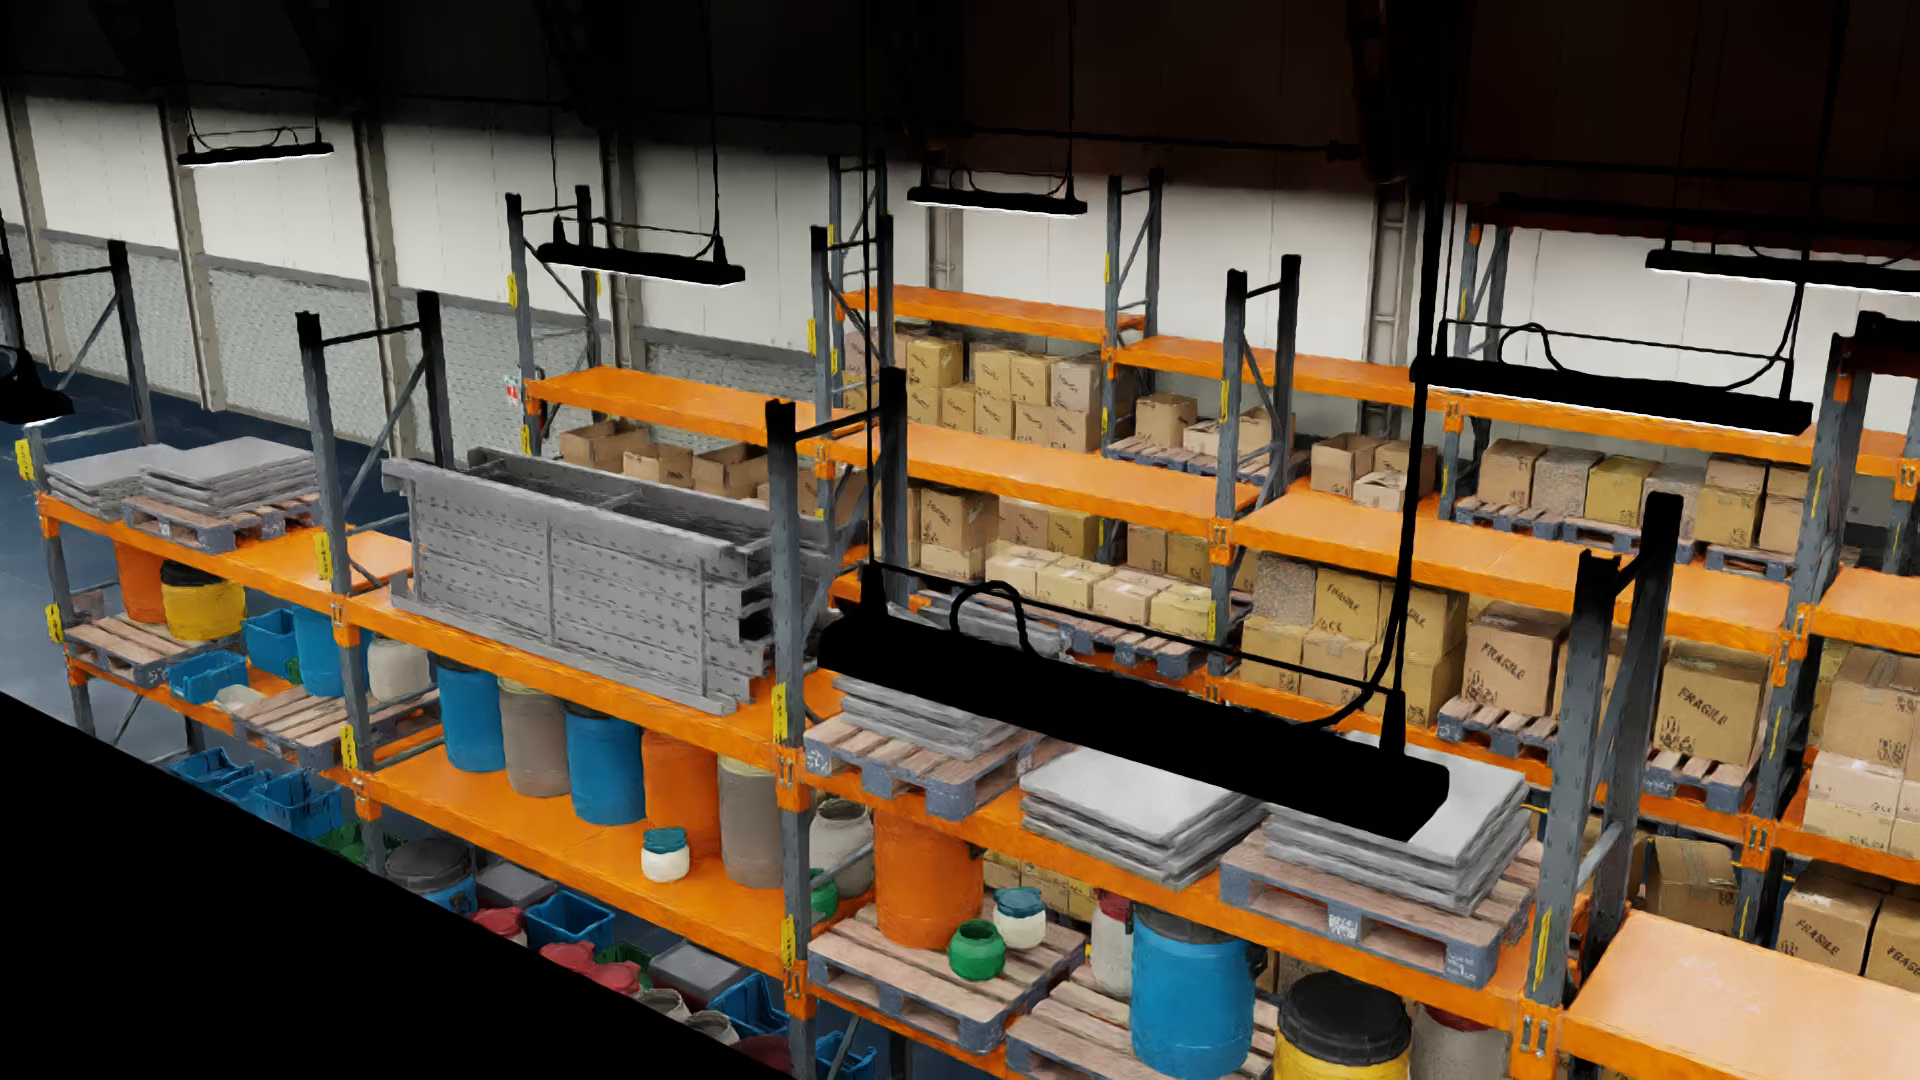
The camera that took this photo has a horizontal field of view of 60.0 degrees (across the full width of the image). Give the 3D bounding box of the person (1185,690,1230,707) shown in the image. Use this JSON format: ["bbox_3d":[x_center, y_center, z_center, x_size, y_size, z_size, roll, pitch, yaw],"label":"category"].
[{"bbox_3d":[2.515,1.784,17.078,1.115,1.672,0.547,12,22,32],"label":"person"}]
